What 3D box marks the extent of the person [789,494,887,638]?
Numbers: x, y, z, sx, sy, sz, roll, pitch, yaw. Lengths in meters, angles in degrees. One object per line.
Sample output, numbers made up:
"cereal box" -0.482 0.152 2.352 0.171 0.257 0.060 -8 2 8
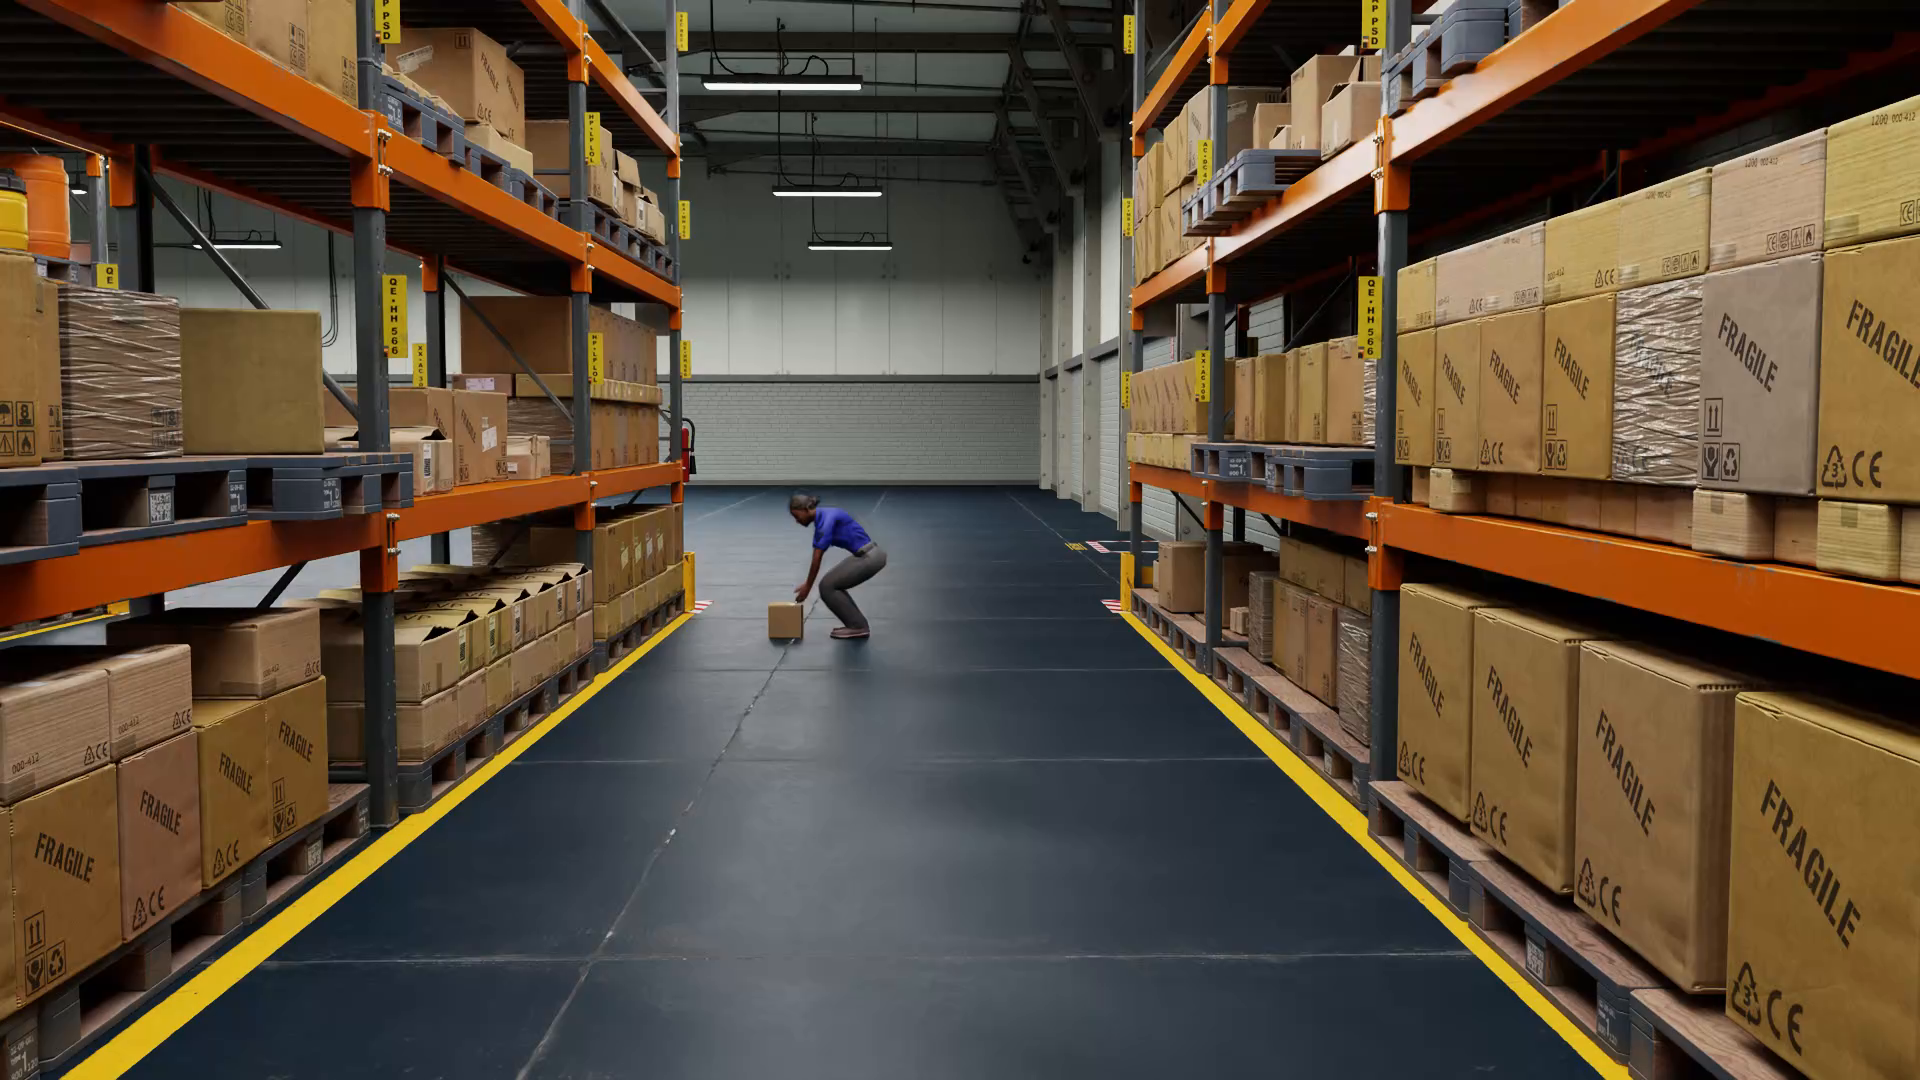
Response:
"person" -0.933 0.196 12.786 0.749 1.106 0.500 0 4 -1
